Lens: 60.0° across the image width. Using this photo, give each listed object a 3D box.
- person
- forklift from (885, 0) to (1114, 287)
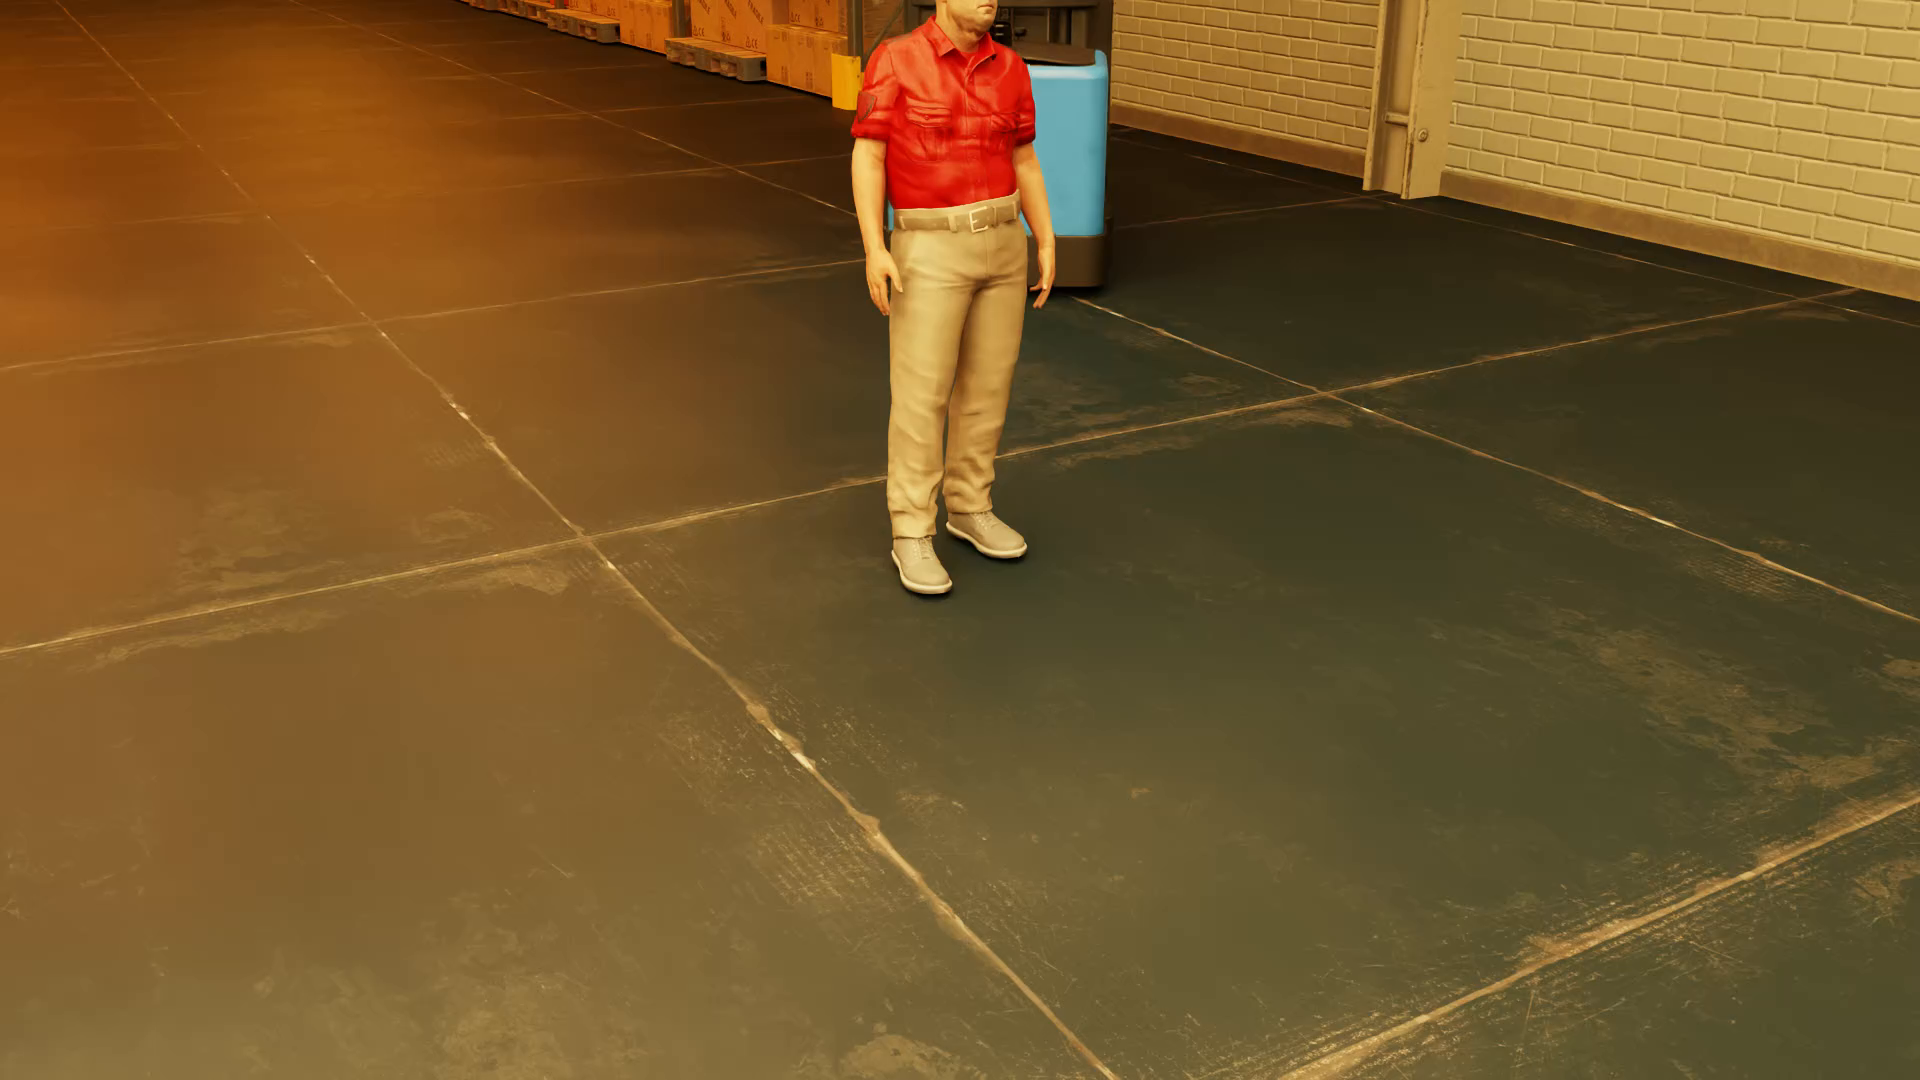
[{"bbox_3d":[0.034,-0.774,4.726,0.640,1.727,0.551,-12,25,-28],"label":"person"},{"bbox_3d":[0.266,-3.067,8.748,1.130,2.935,3.031,1,22,4],"label":"forklift"}]
